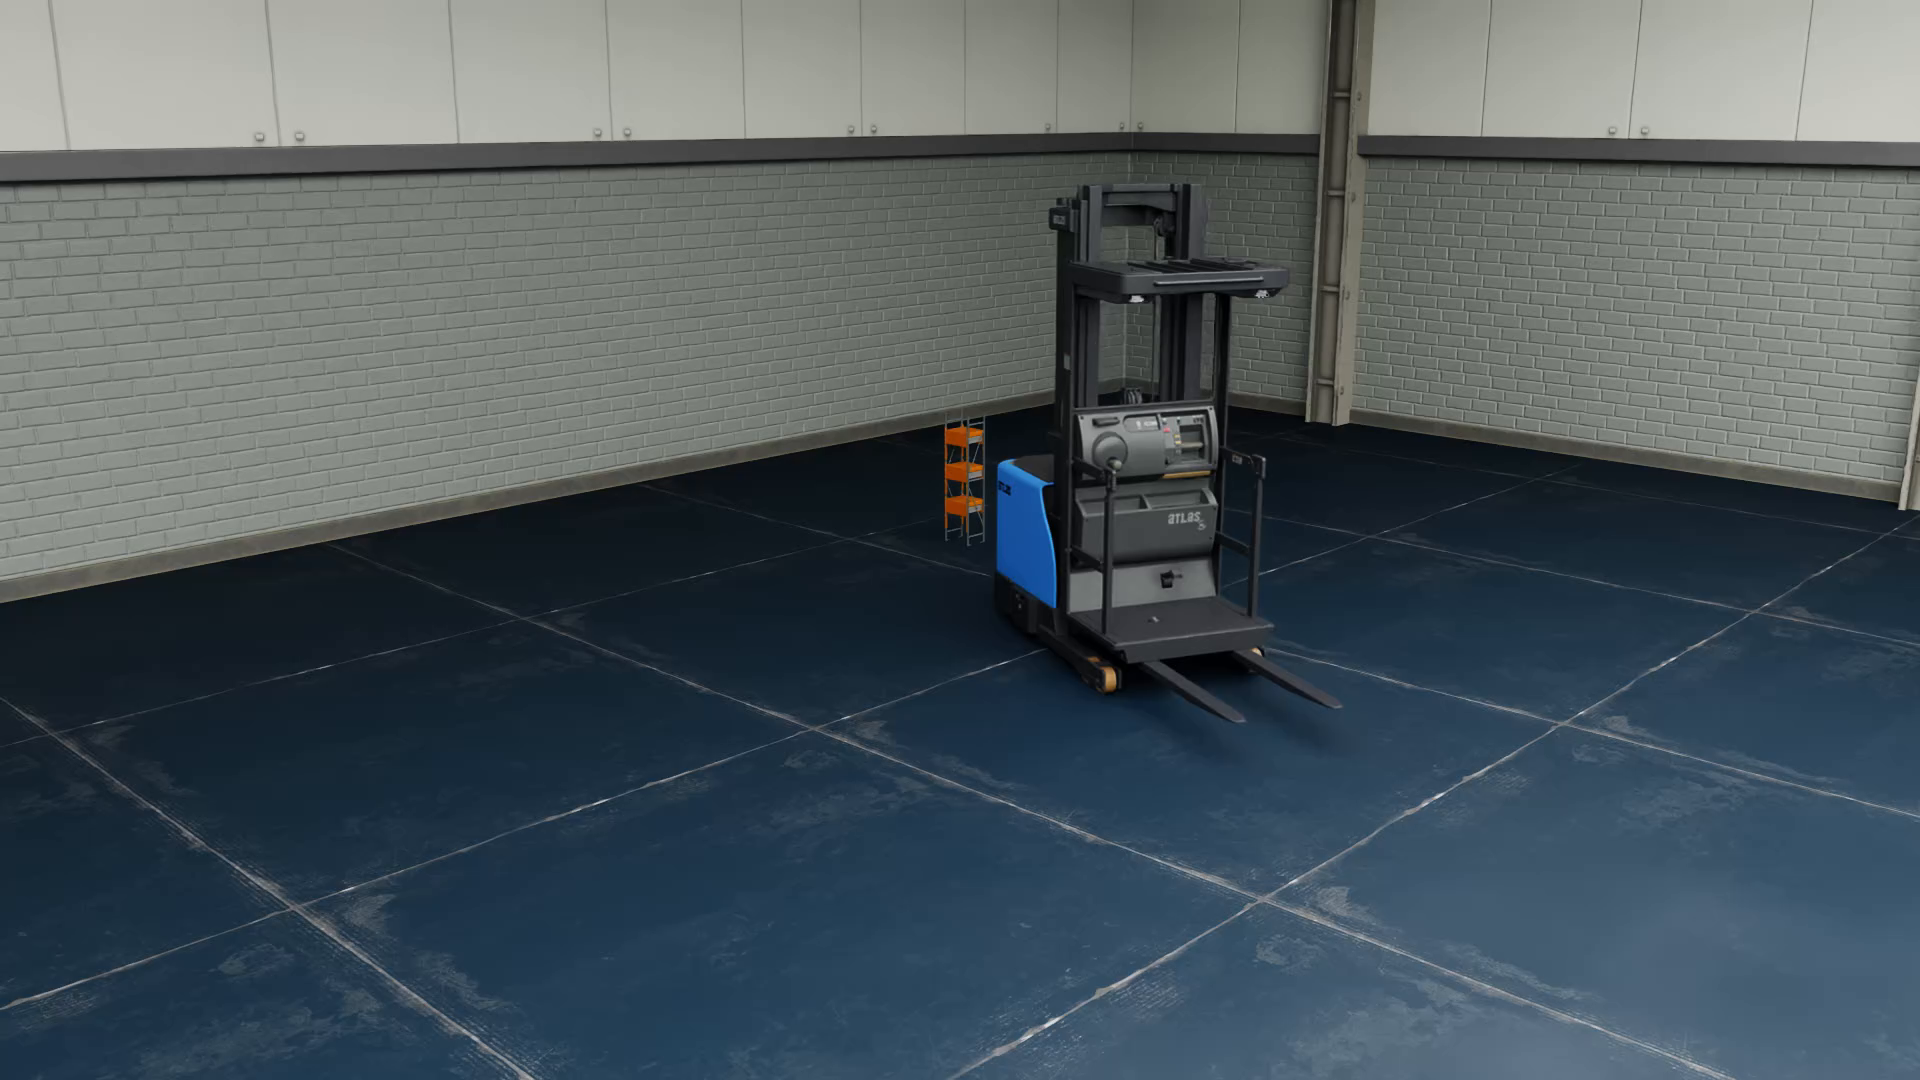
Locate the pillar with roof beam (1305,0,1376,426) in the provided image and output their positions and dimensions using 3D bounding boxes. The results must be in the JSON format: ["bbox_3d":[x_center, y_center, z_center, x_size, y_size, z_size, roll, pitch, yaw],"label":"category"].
[{"bbox_3d":[1.094,-4.883,14.327,0.400,9.000,9.100,14,20,42],"label":"pillar with roof beam"}]

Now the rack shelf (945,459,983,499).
[{"bbox_3d":[0.038,-0.488,13.266,0.240,0.259,0.215,14,20,42],"label":"rack shelf"}]

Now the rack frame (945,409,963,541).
[{"bbox_3d":[-0.049,-0.520,13.346,0.008,1.050,0.200,14,20,42],"label":"rack frame"}]

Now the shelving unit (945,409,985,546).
[{"bbox_3d":[0.038,-0.499,13.264,0.252,1.050,0.215,14,20,42],"label":"shelving unit"}]

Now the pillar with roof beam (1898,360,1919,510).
[{"bbox_3d":[5.413,-3.833,10.297,0.400,9.000,9.100,14,20,42],"label":"pillar with roof beam"}]

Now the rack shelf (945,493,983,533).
[{"bbox_3d":[0.038,-0.219,13.337,0.240,0.259,0.215,14,20,42],"label":"rack shelf"}]

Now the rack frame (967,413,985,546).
[{"bbox_3d":[0.126,-0.477,13.182,0.008,1.050,0.200,14,20,42],"label":"rack frame"}]

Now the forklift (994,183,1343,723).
[{"bbox_3d":[1.235,-0.620,10.000,1.130,2.935,3.031,-6,16,-20],"label":"forklift"}]

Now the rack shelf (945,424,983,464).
[{"bbox_3d":[0.038,-0.763,13.195,0.240,0.259,0.215,14,20,42],"label":"rack shelf"}]
